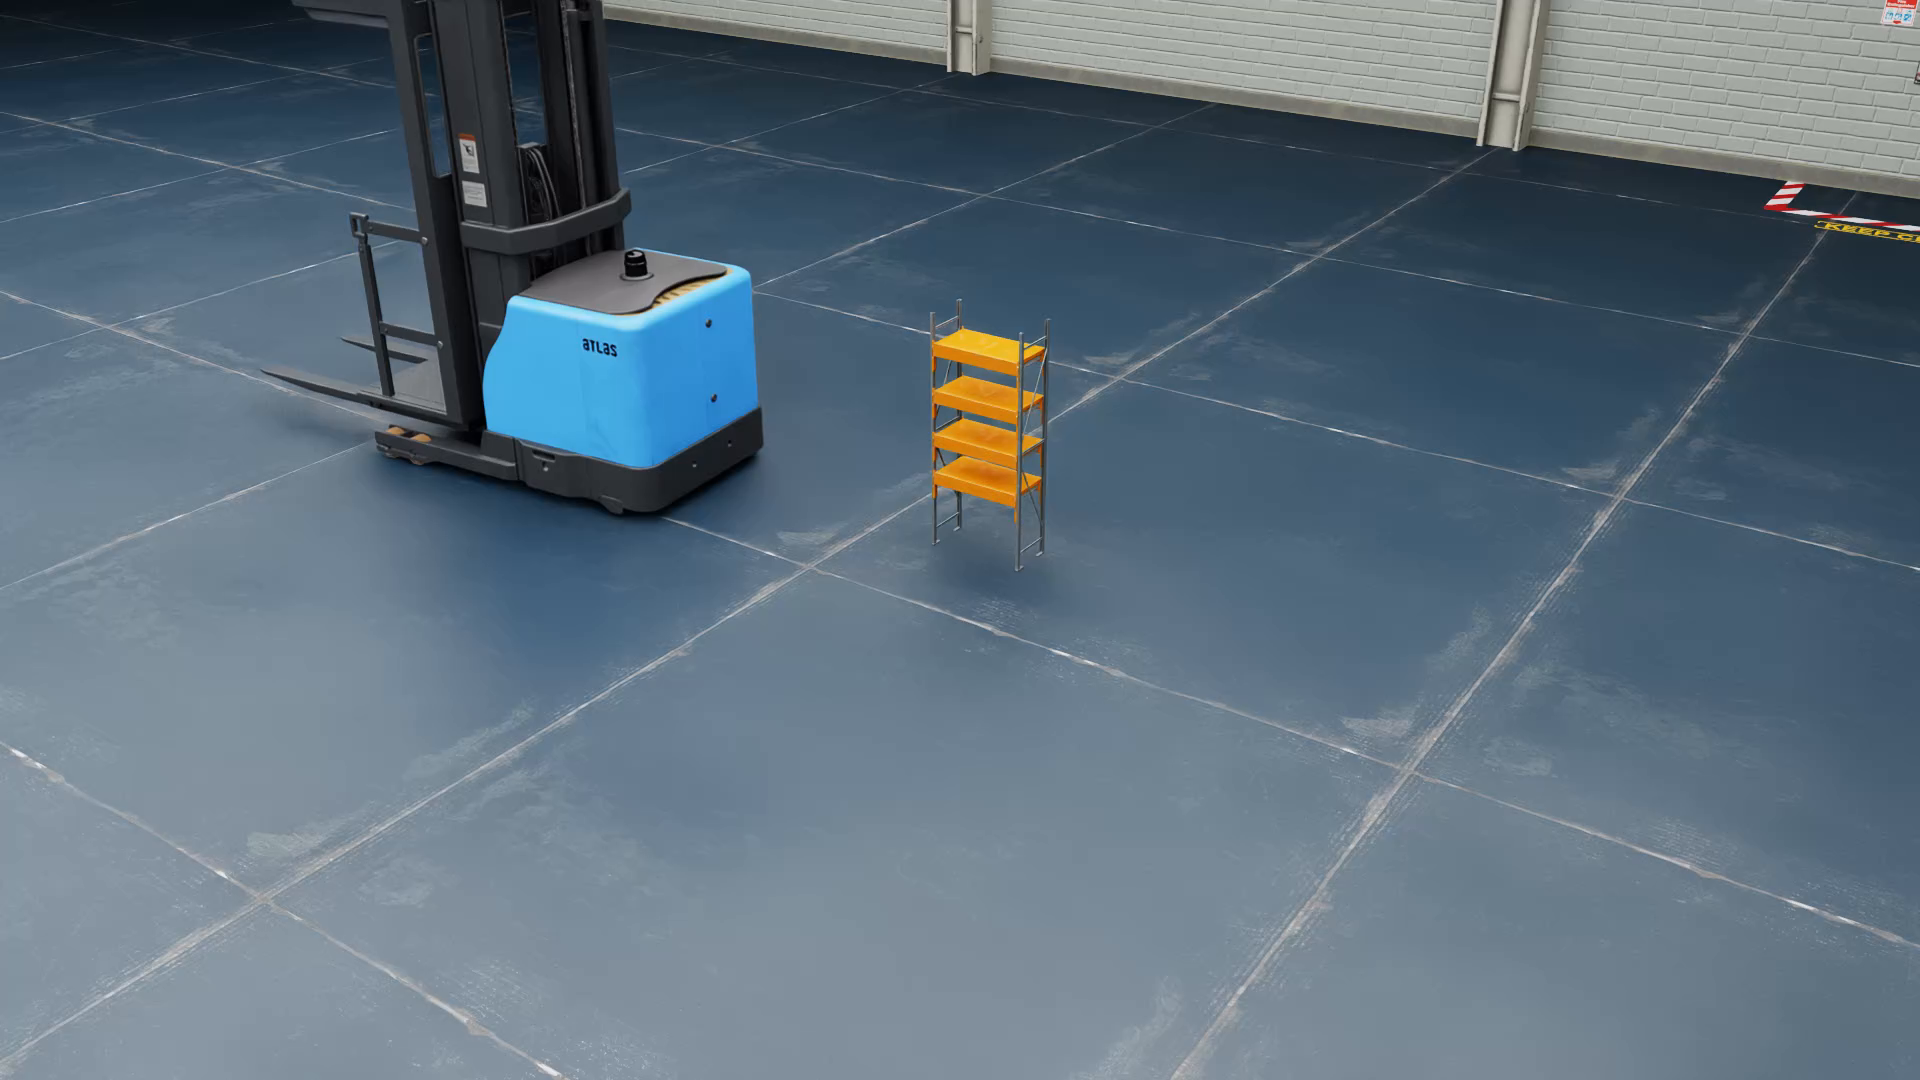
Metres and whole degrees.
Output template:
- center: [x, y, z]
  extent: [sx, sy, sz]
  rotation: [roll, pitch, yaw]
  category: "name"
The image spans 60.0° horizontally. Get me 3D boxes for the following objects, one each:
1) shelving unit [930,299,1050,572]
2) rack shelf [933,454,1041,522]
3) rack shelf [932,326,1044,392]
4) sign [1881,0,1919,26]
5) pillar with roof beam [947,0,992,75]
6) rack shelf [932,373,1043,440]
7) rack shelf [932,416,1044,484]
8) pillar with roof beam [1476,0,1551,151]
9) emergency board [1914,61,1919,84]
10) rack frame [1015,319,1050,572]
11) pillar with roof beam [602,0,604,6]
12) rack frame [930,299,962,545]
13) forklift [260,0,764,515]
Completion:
- center: [0.136, -0.492, 7.894]
  extent: [0.503, 1.200, 0.258]
  rotation: [17, 32, 30]
  category: "shelving unit"
- center: [0.136, -0.255, 8.015]
  extent: [0.480, 0.148, 0.258]
  rotation: [17, 32, 30]
  category: "rack shelf"
- center: [0.136, -0.842, 7.716]
  extent: [0.480, 0.148, 0.258]
  rotation: [17, 32, 30]
  category: "rack shelf"
- center: [7.580, -4.318, 13.387]
  extent: [0.234, 0.329, 0.001]
  rotation: [17, 32, 30]
  category: "sign"
- center: [-2.336, -7.618, 13.298]
  extent: [0.400, 9.000, 9.100]
  rotation: [17, 32, 30]
  category: "pillar with roof beam"
- center: [0.136, -0.632, 7.823]
  extent: [0.480, 0.148, 0.258]
  rotation: [17, 32, 30]
  category: "rack shelf"
- center: [0.136, -0.432, 7.925]
  extent: [0.480, 0.148, 0.258]
  rotation: [17, 32, 30]
  category: "rack shelf"
- center: [2.610, -6.077, 10.270]
  extent: [0.400, 9.000, 9.100]
  rotation: [17, 32, 30]
  category: "pillar with roof beam"
- center: [7.981, -4.130, 13.059]
  extent: [0.626, 1.169, 0.157]
  rotation: [17, 32, 30]
  category: "emergency board"
- center: [0.338, -0.430, 7.771]
  extent: [0.015, 1.200, 0.240]
  rotation: [17, 32, 30]
  category: "rack frame"
- center: [-7.282, -9.159, 16.325]
  extent: [0.400, 9.000, 9.100]
  rotation: [17, 32, 30]
  category: "pillar with roof beam"
- center: [-0.065, -0.555, 8.017]
  extent: [0.015, 1.200, 0.240]
  rotation: [17, 32, 30]
  category: "rack frame"
- center: [-2.615, -1.906, 8.763]
  extent: [3.031, 2.935, 1.130]
  rotation: [14, 30, 26]
  category: "forklift"
